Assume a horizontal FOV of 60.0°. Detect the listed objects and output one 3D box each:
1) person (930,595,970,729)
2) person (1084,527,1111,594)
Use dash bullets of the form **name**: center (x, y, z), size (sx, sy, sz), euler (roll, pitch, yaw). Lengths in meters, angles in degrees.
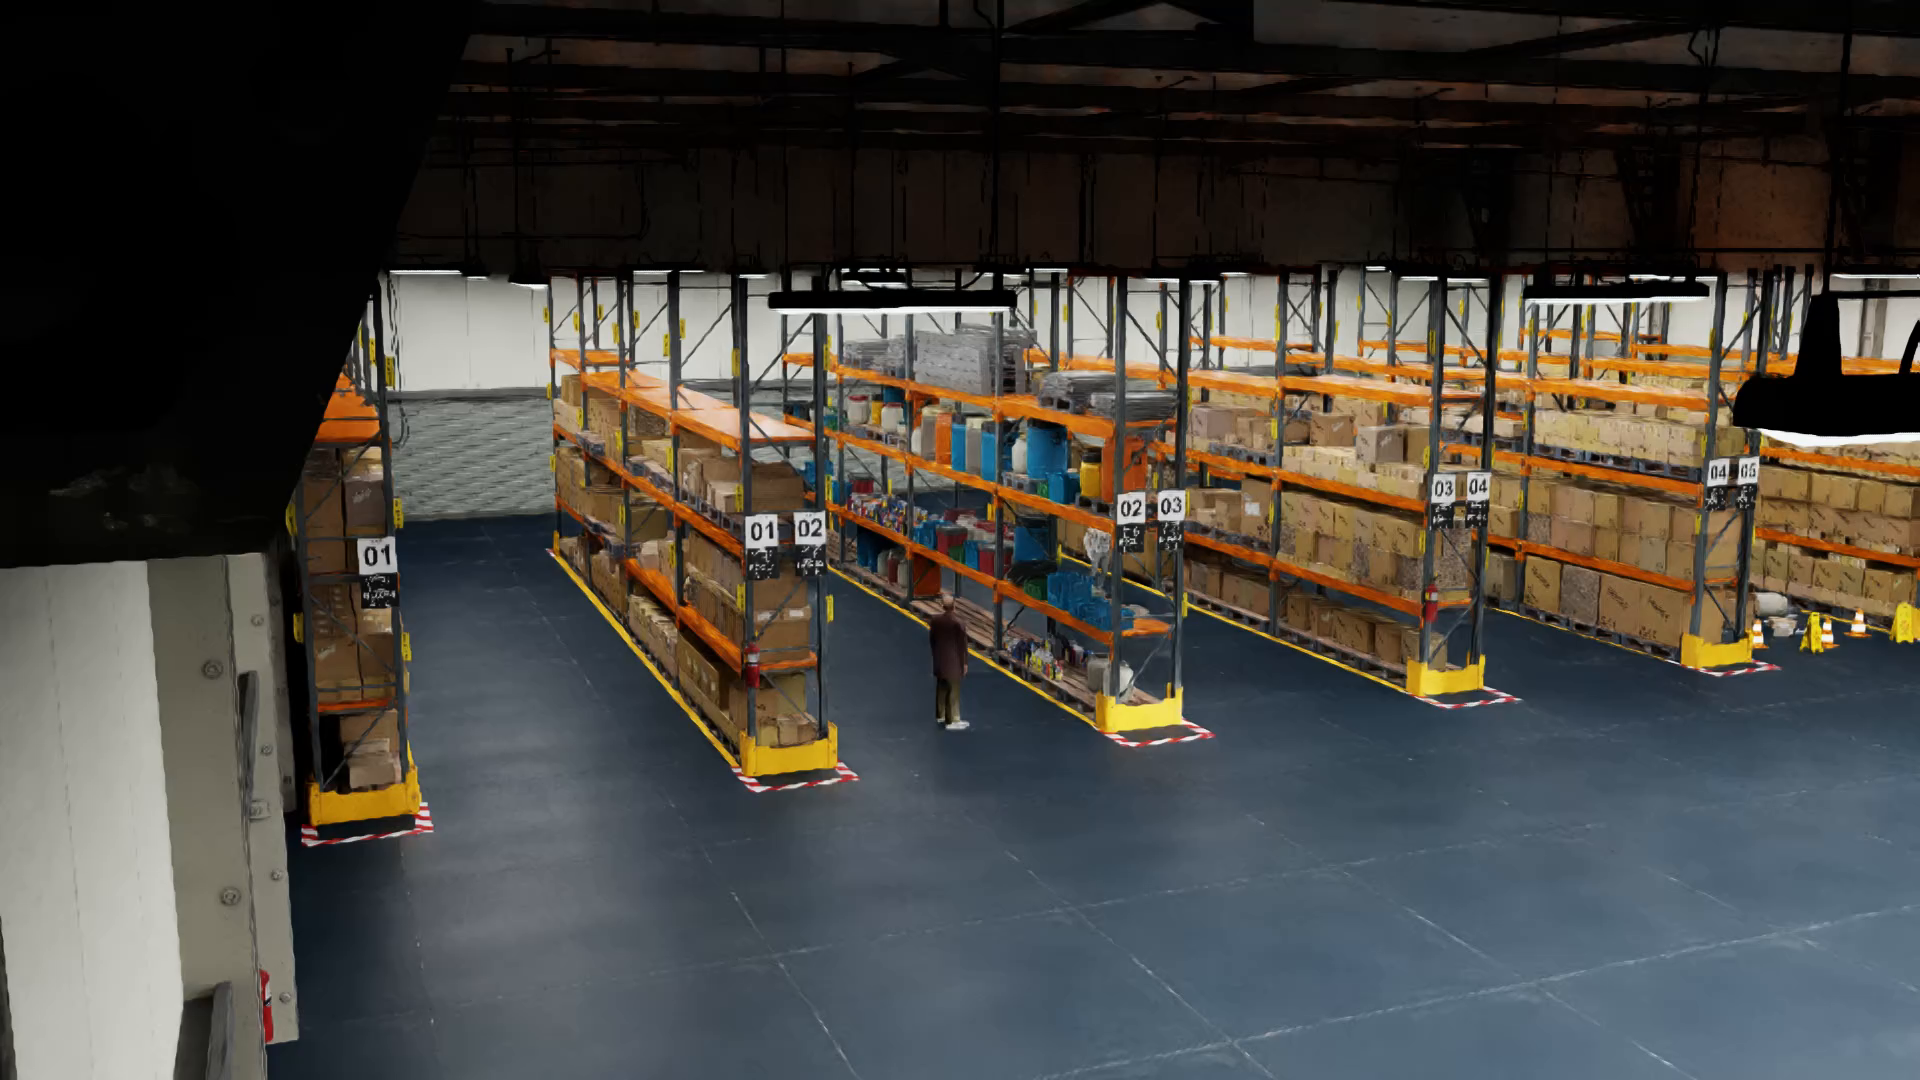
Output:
- **person**: center (-0.118, 1.605, 22.233), size (0.638, 1.781, 0.514), euler (8, 13, 39)
- **person**: center (2.575, 0.222, 30.713), size (0.639, 1.632, 0.512), euler (-4, 11, -23)
